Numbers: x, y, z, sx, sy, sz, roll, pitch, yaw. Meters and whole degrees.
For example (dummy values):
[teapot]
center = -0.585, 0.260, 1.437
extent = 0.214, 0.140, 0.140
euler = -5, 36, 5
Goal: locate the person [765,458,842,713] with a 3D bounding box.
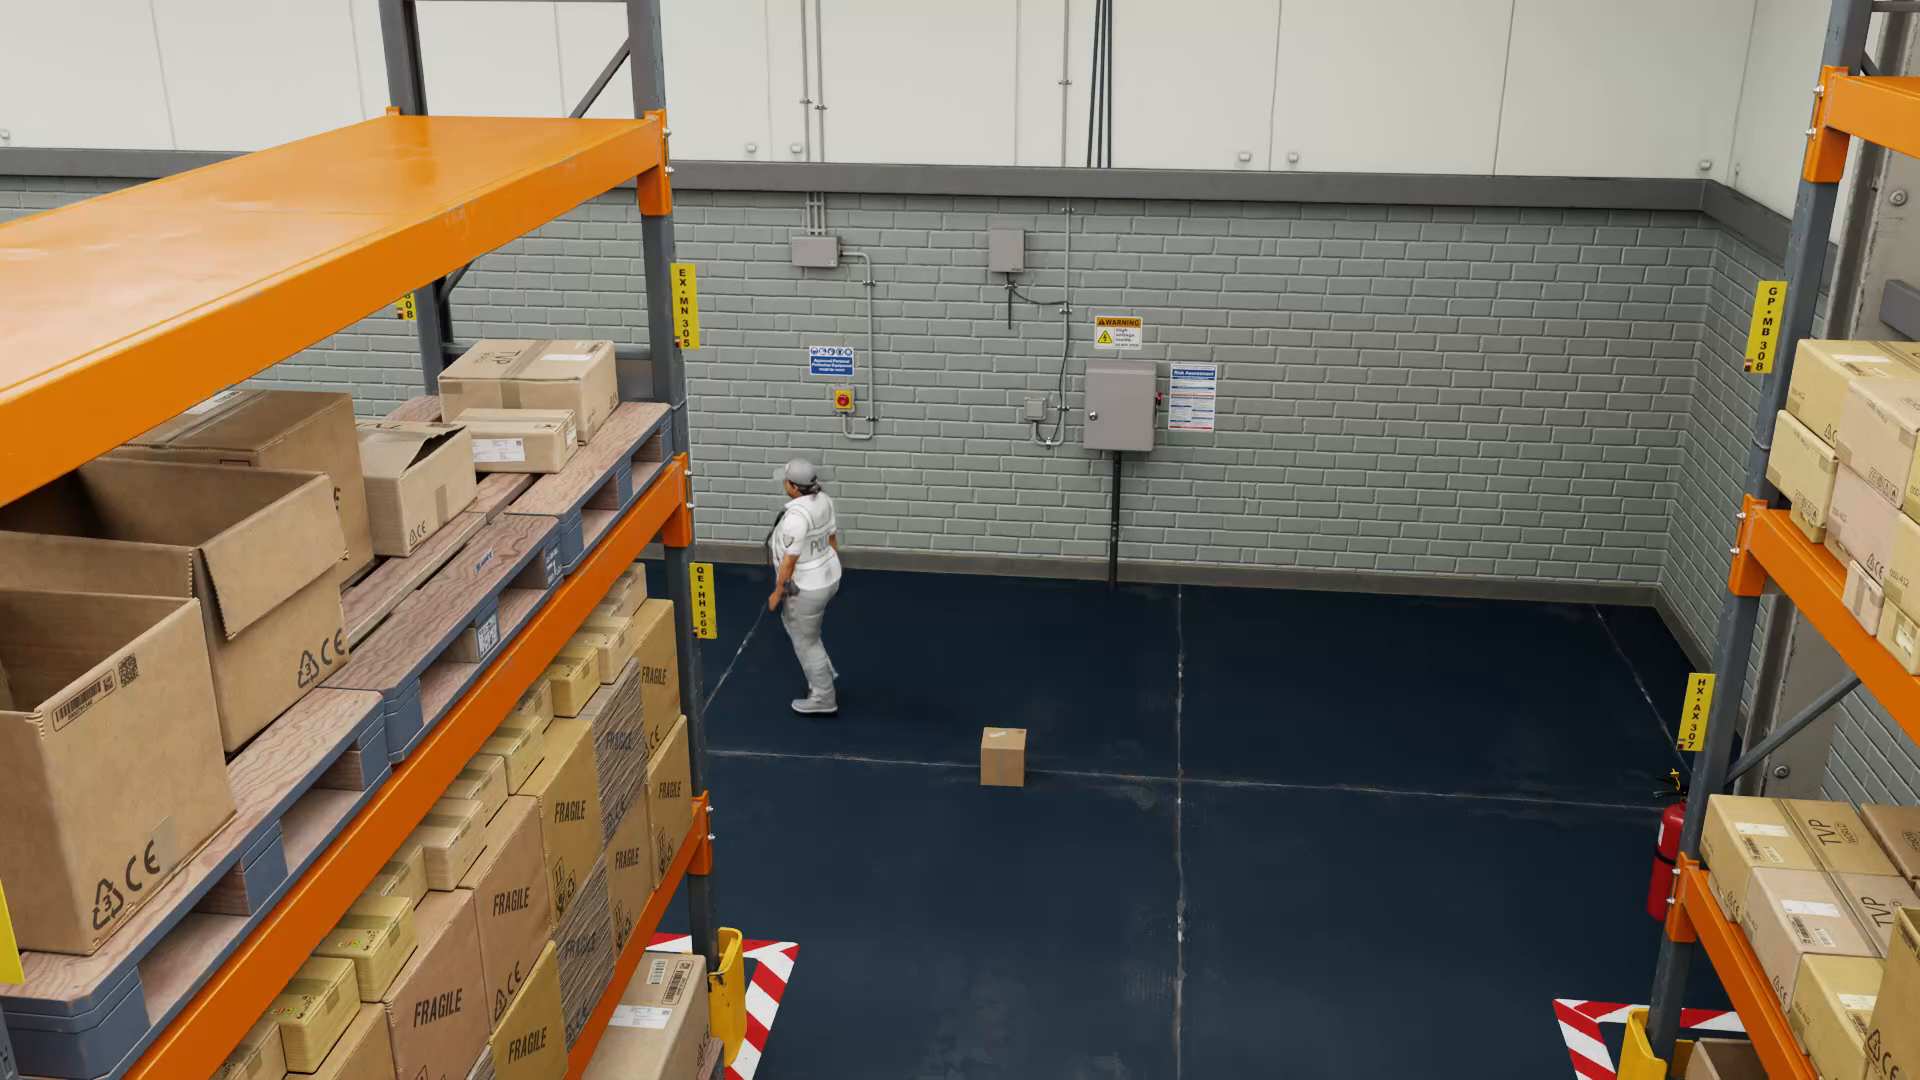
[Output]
[person]
center = -0.973, 0.299, 10.302
extent = 0.458, 1.698, 0.486
euler = 7, 22, 18
